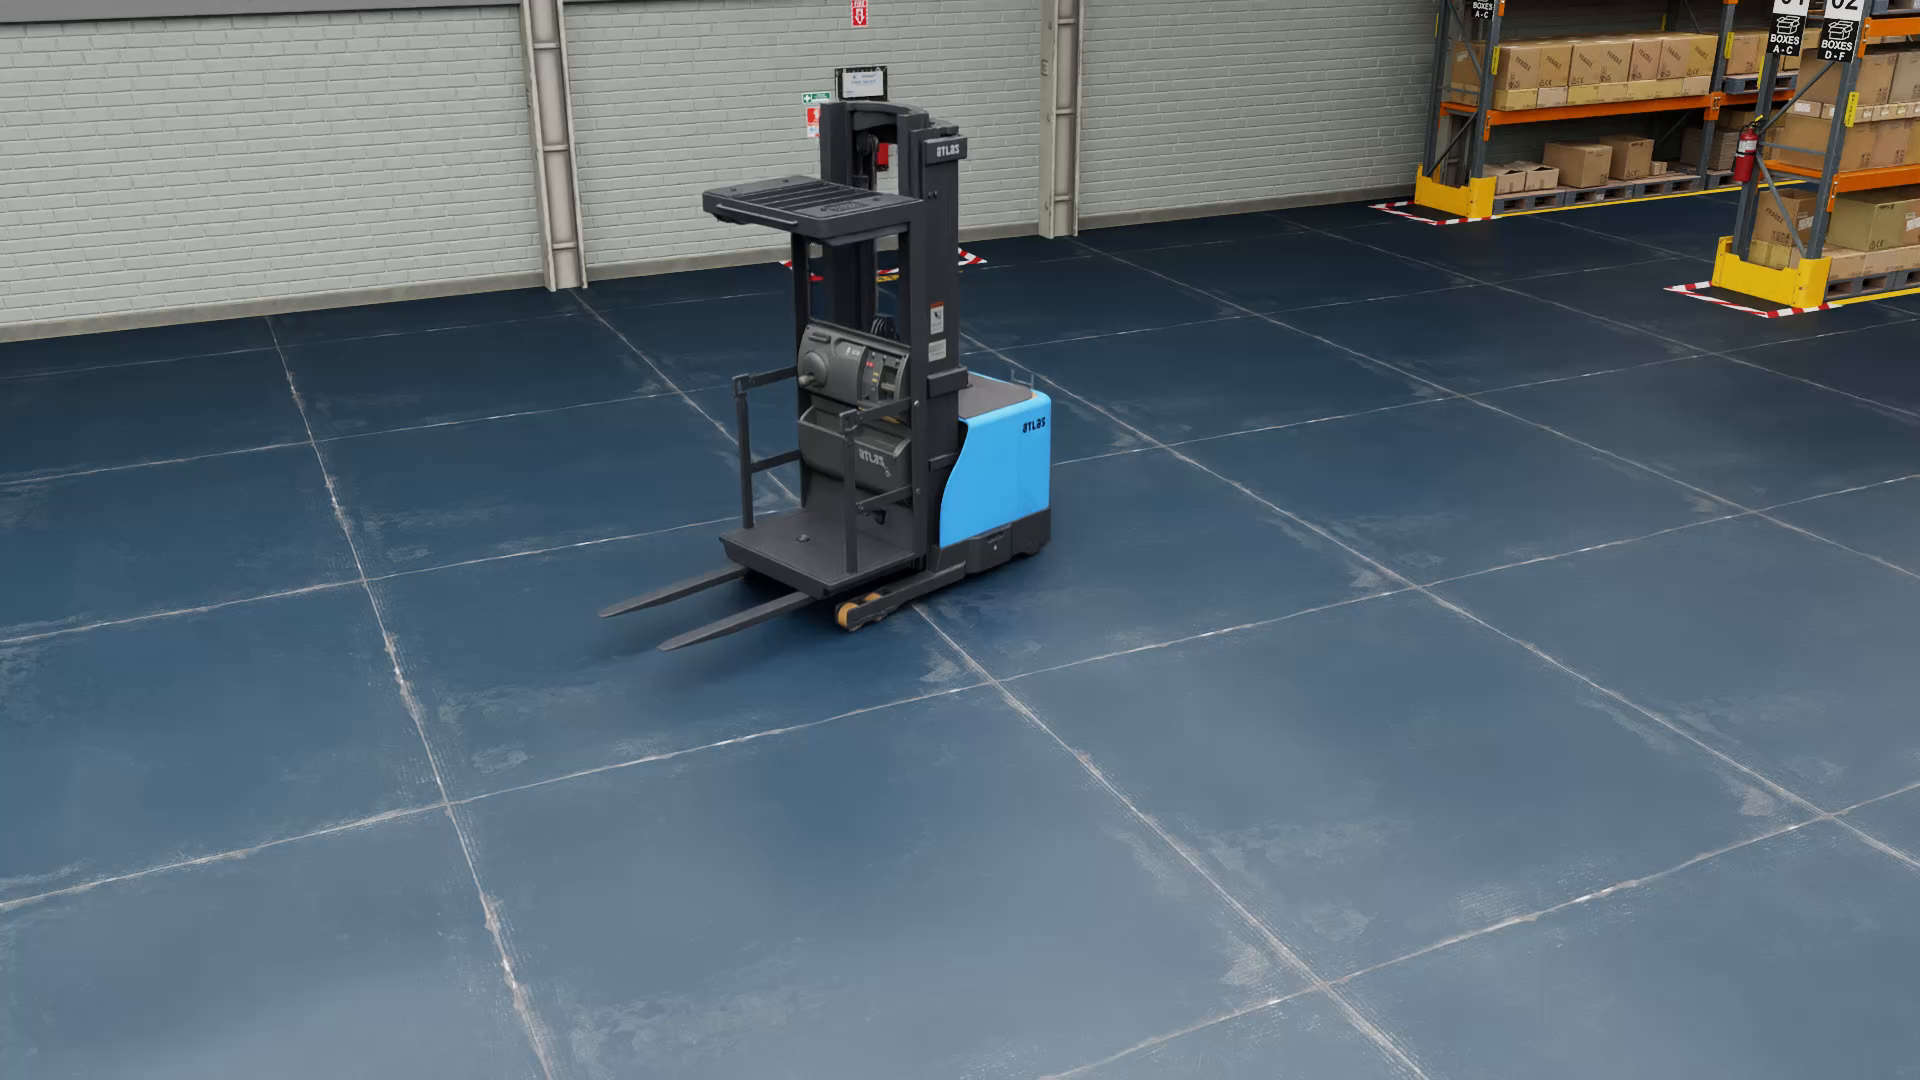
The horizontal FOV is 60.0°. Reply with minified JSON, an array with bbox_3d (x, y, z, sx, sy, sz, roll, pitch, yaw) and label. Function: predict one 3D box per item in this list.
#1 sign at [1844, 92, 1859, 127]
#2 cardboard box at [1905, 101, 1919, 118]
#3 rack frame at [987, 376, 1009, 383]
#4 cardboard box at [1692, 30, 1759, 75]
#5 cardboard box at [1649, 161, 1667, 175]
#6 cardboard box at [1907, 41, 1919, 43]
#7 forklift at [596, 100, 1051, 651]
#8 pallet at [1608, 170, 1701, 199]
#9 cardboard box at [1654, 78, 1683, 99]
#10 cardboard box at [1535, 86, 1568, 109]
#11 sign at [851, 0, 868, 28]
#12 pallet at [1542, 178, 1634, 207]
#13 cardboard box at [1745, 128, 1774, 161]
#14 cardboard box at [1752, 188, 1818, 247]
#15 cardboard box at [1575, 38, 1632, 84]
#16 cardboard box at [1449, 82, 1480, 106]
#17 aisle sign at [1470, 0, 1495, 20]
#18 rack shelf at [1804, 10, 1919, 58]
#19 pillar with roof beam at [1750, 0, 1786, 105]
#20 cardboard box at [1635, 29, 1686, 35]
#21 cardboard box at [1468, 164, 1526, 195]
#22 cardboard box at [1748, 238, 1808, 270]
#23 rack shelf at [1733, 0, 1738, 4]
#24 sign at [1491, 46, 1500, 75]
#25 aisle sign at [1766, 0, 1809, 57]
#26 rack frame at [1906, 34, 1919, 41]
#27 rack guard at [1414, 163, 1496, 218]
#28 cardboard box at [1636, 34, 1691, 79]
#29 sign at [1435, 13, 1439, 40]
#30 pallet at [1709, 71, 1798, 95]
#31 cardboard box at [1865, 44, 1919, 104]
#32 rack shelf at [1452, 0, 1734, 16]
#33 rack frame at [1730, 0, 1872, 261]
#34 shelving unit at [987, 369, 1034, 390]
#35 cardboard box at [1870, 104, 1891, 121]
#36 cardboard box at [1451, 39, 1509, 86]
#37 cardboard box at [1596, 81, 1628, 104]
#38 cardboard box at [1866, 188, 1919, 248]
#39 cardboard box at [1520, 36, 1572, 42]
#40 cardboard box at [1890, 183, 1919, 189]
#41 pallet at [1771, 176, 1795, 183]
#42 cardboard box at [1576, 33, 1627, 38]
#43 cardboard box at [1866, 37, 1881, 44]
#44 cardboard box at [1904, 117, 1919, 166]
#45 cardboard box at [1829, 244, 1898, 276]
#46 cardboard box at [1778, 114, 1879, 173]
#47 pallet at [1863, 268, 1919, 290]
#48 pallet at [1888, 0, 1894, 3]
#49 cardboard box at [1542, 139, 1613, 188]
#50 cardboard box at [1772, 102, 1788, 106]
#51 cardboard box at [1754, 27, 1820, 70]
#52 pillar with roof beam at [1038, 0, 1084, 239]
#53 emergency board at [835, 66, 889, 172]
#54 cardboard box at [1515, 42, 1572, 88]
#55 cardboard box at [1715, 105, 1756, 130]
[{"bbox_3d":[8.725,-4.216,16.277,0.005,0.325,0.100,-10,25,-24],"label":"sign"},{"bbox_3d":[9.628,-4.435,17.063,0.250,0.149,0.380,-11,25,-24],"label":"cardboard box"},{"bbox_3d":[0.250,-0.588,11.298,0.008,1.050,0.200,-21,30,-41],"label":"rack frame"},{"bbox_3d":[10.416,-6.664,22.720,0.500,0.500,0.700,-10,25,-23],"label":"cardboard box"},{"bbox_3d":[9.474,-5.137,22.866,0.250,0.166,0.380,-14,26,-30],"label":"cardboard box"},{"bbox_3d":[10.341,-4.955,17.471,0.500,0.500,0.700,-10,25,-24],"label":"cardboard box"},{"bbox_3d":[-0.798,-1.035,9.917,3.031,2.935,1.130,-21,30,-41],"label":"forklift"},{"bbox_3d":[9.353,-4.929,22.883,1.213,0.211,1.003,-10,25,-24],"label":"pallet"},{"bbox_3d":[9.195,-6.019,22.038,0.500,0.250,0.500,-10,25,-23],"label":"cardboard box"},{"bbox_3d":[7.377,-5.680,21.221,0.500,0.250,0.500,-11,25,-25],"label":"cardboard box"},{"bbox_3d":[-1.106,-5.804,18.319,0.199,0.298,0.001,-10,25,-24],"label":"sign"},{"bbox_3d":[8.252,-4.726,22.390,1.213,0.211,1.003,-10,25,-24],"label":"pallet"},{"bbox_3d":[11.042,-5.621,23.600,0.500,0.500,0.700,-11,25,-25],"label":"cardboard box"},{"bbox_3d":[8.844,-3.433,17.687,0.500,0.500,0.500,-10,25,-24],"label":"cardboard box"},{"bbox_3d":[8.277,-6.192,21.476,0.500,0.500,0.500,-10,24,-22],"label":"cardboard box"},{"bbox_3d":[6.675,-5.762,21.419,0.500,0.250,0.500,-10,25,-23],"label":"cardboard box"},{"bbox_3d":[6.404,-6.764,20.269,0.004,0.787,0.394,-10,25,-24],"label":"aisle sign"},{"bbox_3d":[10.292,-5.357,17.288,4.000,0.370,1.077,-10,25,-24],"label":"rack shelf"},{"bbox_3d":[13.867,-8.376,19.719,0.400,9.000,9.100,-10,25,-24],"label":"pillar with roof beam"},{"bbox_3d":[9.428,-6.622,22.515,0.500,0.500,0.500,-11,25,-25],"label":"cardboard box"},{"bbox_3d":[7.001,-4.723,21.677,0.500,0.311,0.500,-14,26,-30],"label":"cardboard box"},{"bbox_3d":[8.845,-3.086,17.829,0.500,0.250,0.500,-10,25,-24],"label":"cardboard box"},{"bbox_3d":[11.745,-7.727,23.013,4.000,0.370,1.077,-10,25,-24],"label":"rack shelf"},{"bbox_3d":[6.574,-5.891,20.428,0.005,0.325,0.100,-10,25,-24],"label":"sign"},{"bbox_3d":[8.304,-5.263,16.643,0.004,0.787,0.394,-10,25,-24],"label":"aisle sign"},{"bbox_3d":[13.547,-7.005,24.251,0.127,3.000,1.000,-10,25,-24],"label":"rack frame"},{"bbox_3d":[6.407,-4.536,21.554,0.348,0.500,1.175,-10,25,-24],"label":"rack guard"},{"bbox_3d":[9.203,-6.358,21.878,0.500,0.500,0.500,-11,25,-24],"label":"cardboard box"},{"bbox_3d":[6.116,-6.554,21.233,0.005,0.325,0.100,-10,25,-24],"label":"sign"},{"bbox_3d":[10.694,-6.329,22.870,1.213,0.211,1.003,-10,25,-24],"label":"pallet"},{"bbox_3d":[9.436,-4.788,17.068,0.500,0.500,0.700,-11,25,-25],"label":"cardboard box"},{"bbox_3d":[8.140,-7.063,21.410,4.000,0.370,1.077,-10,25,-24],"label":"rack shelf"},{"bbox_3d":[8.490,-3.971,16.922,0.127,3.000,1.000,-10,25,-24],"label":"rack frame"},{"bbox_3d":[0.337,-0.621,11.378,0.252,1.050,0.215,-21,30,-41],"label":"shelving unit"},{"bbox_3d":[9.174,-4.353,16.865,0.250,0.149,0.380,-11,25,-25],"label":"cardboard box"},{"bbox_3d":[6.671,-6.116,21.292,0.500,0.500,0.500,-11,25,-24],"label":"cardboard box"},{"bbox_3d":[8.295,-5.846,21.621,0.500,0.250,0.500,-10,25,-23],"label":"cardboard box"},{"bbox_3d":[9.964,-3.425,17.667,0.500,0.500,0.500,-10,25,-24],"label":"cardboard box"},{"bbox_3d":[7.593,-6.283,21.697,0.500,0.500,0.500,-11,25,-25],"label":"cardboard box"},{"bbox_3d":[10.190,-3.686,18.299,0.500,0.500,0.500,-10,25,-24],"label":"cardboard box"},{"bbox_3d":[11.744,-5.387,23.987,1.213,0.211,1.003,-10,25,-24],"label":"pallet"},{"bbox_3d":[8.509,-6.457,22.116,0.500,0.500,0.500,-10,24,-22],"label":"cardboard box"},{"bbox_3d":[12.636,-7.071,23.704,0.500,0.500,0.700,-13,26,-29],"label":"cardboard box"},{"bbox_3d":[9.837,-4.260,17.488,0.500,0.500,0.700,-10,25,-23],"label":"cardboard box"},{"bbox_3d":[9.519,-2.992,17.601,0.500,0.250,0.500,-10,25,-24],"label":"cardboard box"},{"bbox_3d":[8.916,-4.091,17.080,0.500,0.500,0.700,-10,25,-24],"label":"cardboard box"},{"bbox_3d":[10.259,-3.025,18.282,1.213,0.211,1.003,-10,25,-24],"label":"pallet"},{"bbox_3d":[10.239,-5.629,17.120,1.213,0.211,1.003,-10,25,-24],"label":"pallet"},{"bbox_3d":[8.197,-5.009,22.122,0.500,0.500,0.700,-12,25,-27],"label":"cardboard box"},{"bbox_3d":[11.919,-6.102,23.783,0.500,0.250,0.500,-11,25,-24],"label":"cardboard box"},{"bbox_3d":[11.502,-6.874,23.228,0.500,0.500,0.700,-7,23,-16],"label":"cardboard box"},{"bbox_3d":[3.055,-6.385,14.910,0.400,9.000,9.100,-10,25,-24],"label":"pillar with roof beam"},{"bbox_3d":[-1.056,-4.700,18.683,0.643,1.169,0.194,-10,25,-24],"label":"emergency board"},{"bbox_3d":[7.349,-6.019,21.057,0.500,0.500,0.500,-10,25,-23],"label":"cardboard box"},{"bbox_3d":[10.994,-5.938,23.387,0.500,0.250,0.500,-11,25,-25],"label":"cardboard box"}]
